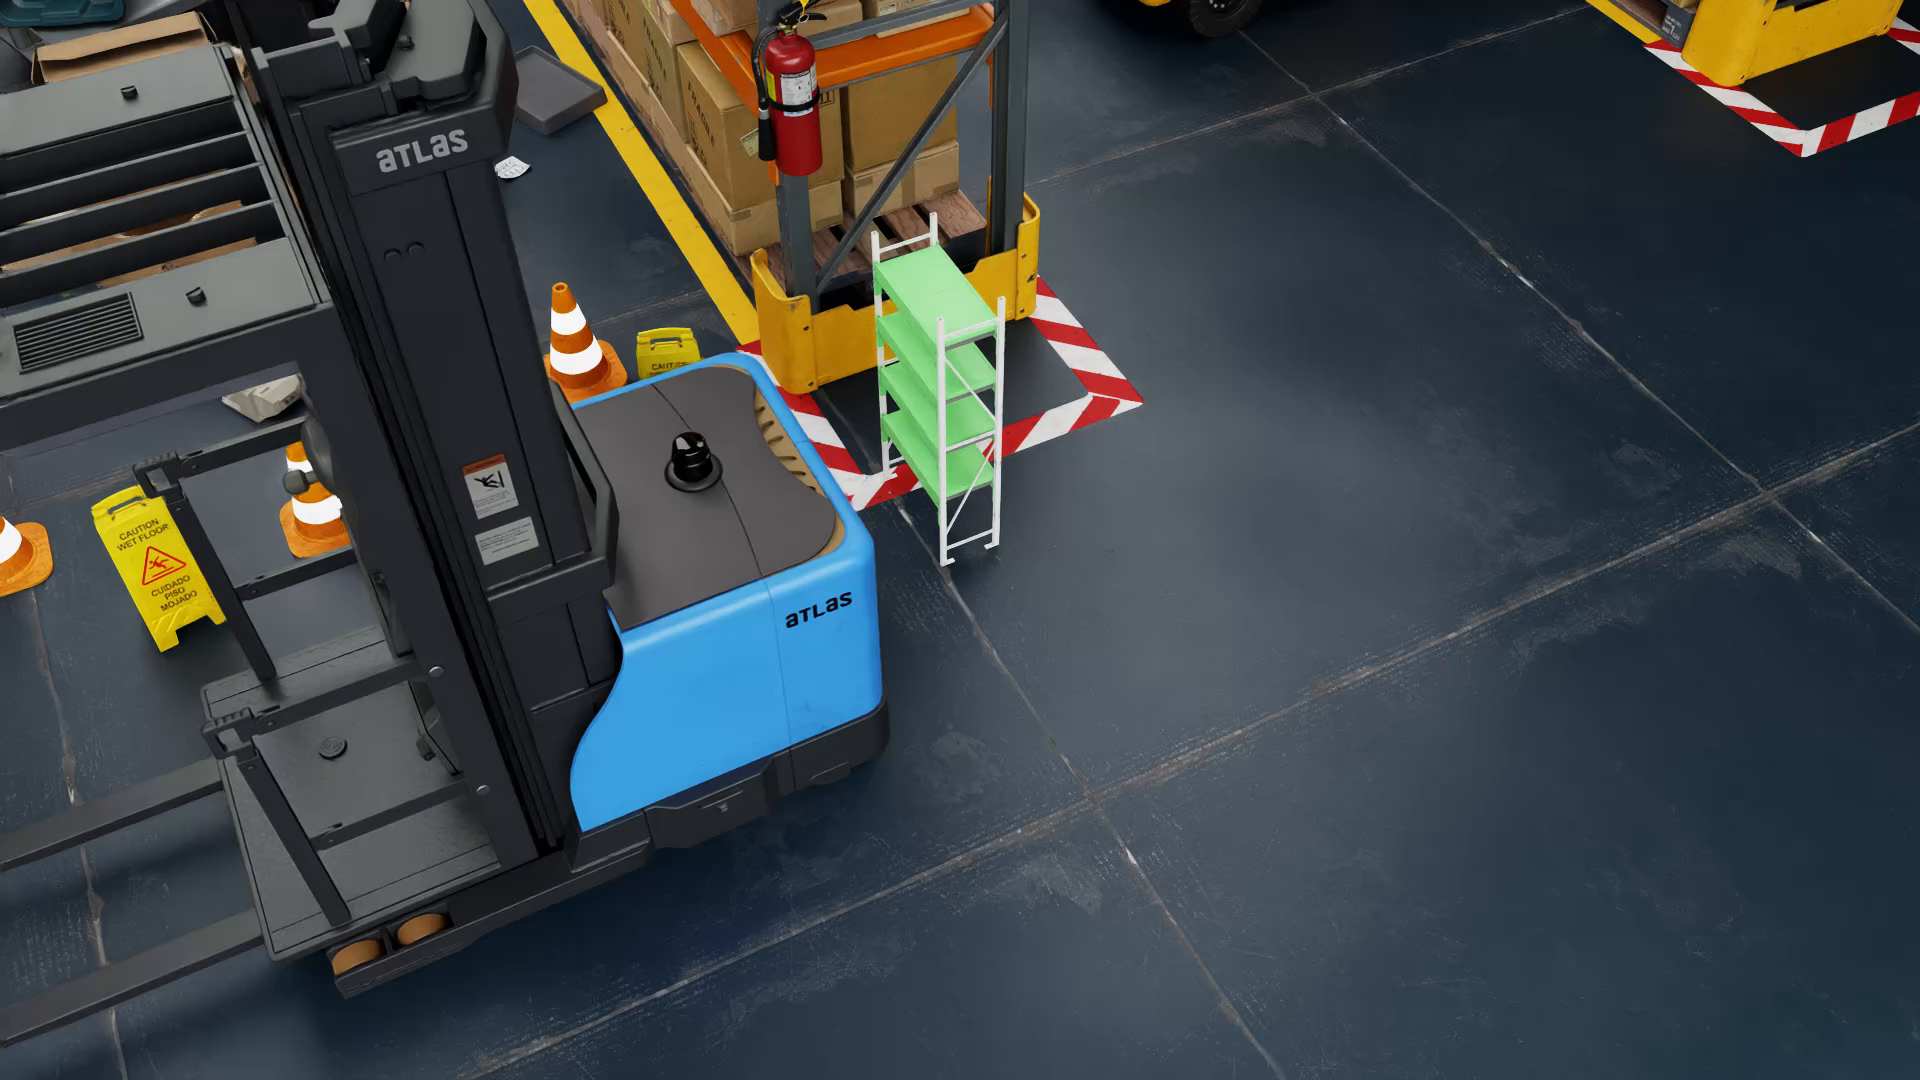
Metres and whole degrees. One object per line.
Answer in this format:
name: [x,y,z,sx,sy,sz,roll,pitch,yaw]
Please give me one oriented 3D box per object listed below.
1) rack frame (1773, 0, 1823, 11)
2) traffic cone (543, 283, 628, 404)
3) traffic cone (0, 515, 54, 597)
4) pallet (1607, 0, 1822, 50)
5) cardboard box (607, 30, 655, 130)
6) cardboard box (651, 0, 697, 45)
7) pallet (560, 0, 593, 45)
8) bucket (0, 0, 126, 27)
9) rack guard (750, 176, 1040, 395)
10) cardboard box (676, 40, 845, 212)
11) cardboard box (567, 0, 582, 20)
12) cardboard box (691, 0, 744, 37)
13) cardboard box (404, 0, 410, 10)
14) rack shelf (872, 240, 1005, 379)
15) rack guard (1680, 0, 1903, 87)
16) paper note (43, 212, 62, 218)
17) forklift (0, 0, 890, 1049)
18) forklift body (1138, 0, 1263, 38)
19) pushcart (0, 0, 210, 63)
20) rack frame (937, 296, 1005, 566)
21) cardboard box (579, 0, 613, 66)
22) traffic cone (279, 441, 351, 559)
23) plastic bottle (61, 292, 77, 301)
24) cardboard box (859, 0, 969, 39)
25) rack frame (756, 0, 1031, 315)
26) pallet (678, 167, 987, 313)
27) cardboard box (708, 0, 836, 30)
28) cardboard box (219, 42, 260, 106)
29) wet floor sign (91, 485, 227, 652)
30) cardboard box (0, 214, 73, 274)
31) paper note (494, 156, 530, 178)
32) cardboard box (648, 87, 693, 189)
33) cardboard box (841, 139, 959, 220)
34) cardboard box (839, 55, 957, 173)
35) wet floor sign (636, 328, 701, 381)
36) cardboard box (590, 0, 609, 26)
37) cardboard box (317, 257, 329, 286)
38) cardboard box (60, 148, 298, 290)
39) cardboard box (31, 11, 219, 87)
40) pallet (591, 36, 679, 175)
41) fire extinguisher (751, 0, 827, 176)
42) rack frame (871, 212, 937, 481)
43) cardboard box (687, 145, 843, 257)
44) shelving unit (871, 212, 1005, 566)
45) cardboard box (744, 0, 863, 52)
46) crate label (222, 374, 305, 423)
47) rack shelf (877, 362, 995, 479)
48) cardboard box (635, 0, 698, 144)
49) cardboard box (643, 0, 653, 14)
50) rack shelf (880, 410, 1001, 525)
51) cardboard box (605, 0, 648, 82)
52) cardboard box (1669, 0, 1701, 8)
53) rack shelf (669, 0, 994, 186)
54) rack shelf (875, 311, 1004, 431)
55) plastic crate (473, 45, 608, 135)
rack frame: [4.196,-3.539,7.353,1.000,3.000,0.127,-21,52,-18]
traffic cone: [-1.560,-0.835,6.673,0.336,0.463,0.334,-21,52,-18]
traffic cone: [-3.552,-0.064,5.998,0.336,0.463,0.334,-21,52,-18]
pallet: [3.809,-3.119,8.837,1.003,0.211,1.213,-21,52,-18]
cardboard box: [-1.300,-2.206,7.735,0.500,0.250,0.500,-23,53,-19]
cardboard box: [-1.042,-2.190,6.791,0.380,0.149,0.250,-20,52,-16]
pallet: [-1.708,-3.149,8.864,1.003,0.211,1.213,-21,52,-18]
bucket: [-4.289,-2.857,7.921,0.726,0.611,0.620,-5,39,-5]
rack guard: [-0.251,-1.055,6.841,1.175,0.500,0.348,-21,52,-18]
cardboard box: [-0.815,-1.753,6.840,0.500,0.500,0.500,-21,52,-17]
cardboard box: [-1.762,-2.896,8.338,0.500,0.250,0.500,-18,51,-15]
cardboard box: [-0.792,-2.052,6.219,0.380,0.149,0.250,-22,52,-18]
cardboard box: [-2.766,-2.496,8.100,0.500,0.500,0.500,10,50,8]
rack shelf: [-0.076,-0.780,5.582,0.258,0.148,0.480,-21,52,-18]
rack guard: [4.207,-2.700,8.280,1.175,0.500,0.348,-21,52,-18]
paper note: [-4.153,-1.473,7.523,0.172,0.023,0.155,-5,49,-5]
forklift: [-1.786,-0.055,4.351,3.031,2.935,1.130,-21,52,-18]
forklift body: [1.706,-3.901,8.233,2.313,2.155,1.214,-21,52,-18]
pushcart: [-4.051,-2.822,8.468,0.936,0.377,1.648,35,57,27]
rack frame: [0.036,-0.342,5.752,0.240,1.200,0.015,-21,52,-18]
cardboard box: [-1.517,-2.542,8.028,0.500,0.250,0.500,-22,52,-18]
traffic cone: [-2.391,-0.226,6.140,0.336,0.463,0.334,-21,52,-18]
plastic bottle: [-3.755,-0.956,7.045,0.283,0.061,0.133,35,57,27]
cardboard box: [-0.187,-2.043,6.211,0.380,0.149,0.250,-21,52,-17]
rack frame: [-0.216,-1.827,5.855,1.000,3.000,0.127,-21,52,-18]
pallet: [-0.591,-1.516,7.436,1.003,0.211,1.213,-21,52,-18]
cardboard box: [-0.709,-2.226,5.940,0.500,0.500,0.500,-22,52,-18]
cardboard box: [-3.582,-2.320,8.102,0.396,0.266,0.258,18,51,15]
wet floor sign: [-2.797,0.058,5.771,0.267,0.644,0.232,-30,55,-23]
cardboard box: [-3.977,-1.316,7.224,0.396,0.266,0.258,-13,50,-11]
paper note: [-2.099,-1.738,7.749,0.148,0.019,0.142,35,57,27]
cardboard box: [-1.055,-1.858,7.430,0.500,0.250,0.500,-21,52,-17]
cardboard box: [-0.339,-1.695,7.288,0.500,0.250,0.500,-22,52,-18]
cardboard box: [-0.351,-1.958,7.019,0.500,0.500,0.500,-23,53,-19]
wet floor sign: [-1.081,-0.556,6.308,0.267,0.644,0.232,-5,49,-5]
cardboard box: [-1.525,-2.795,7.751,0.500,0.500,0.500,-19,51,-16]
cardboard box: [-2.612,-1.070,7.087,0.380,0.149,0.250,2,49,2]
cardboard box: [-3.271,-1.309,7.060,0.637,0.503,0.797,18,51,15]
cardboard box: [-3.706,-1.977,7.554,0.797,0.637,0.503,-21,52,-18]
pallet: [-1.146,-2.331,8.149,1.003,0.211,1.213,-21,52,-18]
fire extinguisher: [-0.573,-1.566,5.679,0.296,0.674,0.183,-21,52,-18]
rack frame: [-0.187,-0.669,6.038,0.240,1.200,0.015,-21,52,-18]
cardboard box: [-0.836,-1.525,7.138,0.500,0.250,0.500,-21,52,-18]
shelving unit: [-0.076,-0.506,5.895,0.258,1.200,0.503,-21,52,-18]
cardboard box: [-0.577,-1.921,6.104,0.380,0.149,0.250,-20,52,-16]
crate label: [-2.806,-0.623,6.704,0.298,0.136,0.250,26,54,21]
rack shelf: [-0.076,-0.464,5.943,0.258,0.148,0.480,-21,52,-18]
cardboard box: [-1.056,-2.102,7.145,0.500,0.500,0.500,-19,52,-16]
cardboard box: [-1.154,-2.359,6.939,0.380,0.149,0.250,-20,52,-17]
rack shelf: [-0.076,-0.306,6.124,0.258,0.148,0.480,-21,52,-18]
cardboard box: [-1.281,-2.442,7.442,0.500,0.500,0.500,-22,52,-18]
cardboard box: [3.700,-2.978,8.410,0.500,0.250,0.500,-21,52,-17]
rack shelf: [-1.131,-2.929,7.297,1.077,0.370,4.000,-21,52,-18]
rack shelf: [-0.076,-0.622,5.763,0.258,0.148,0.480,-21,52,-18]
plastic crate: [-2.057,-2.210,8.130,0.583,0.080,0.402,35,57,27]
